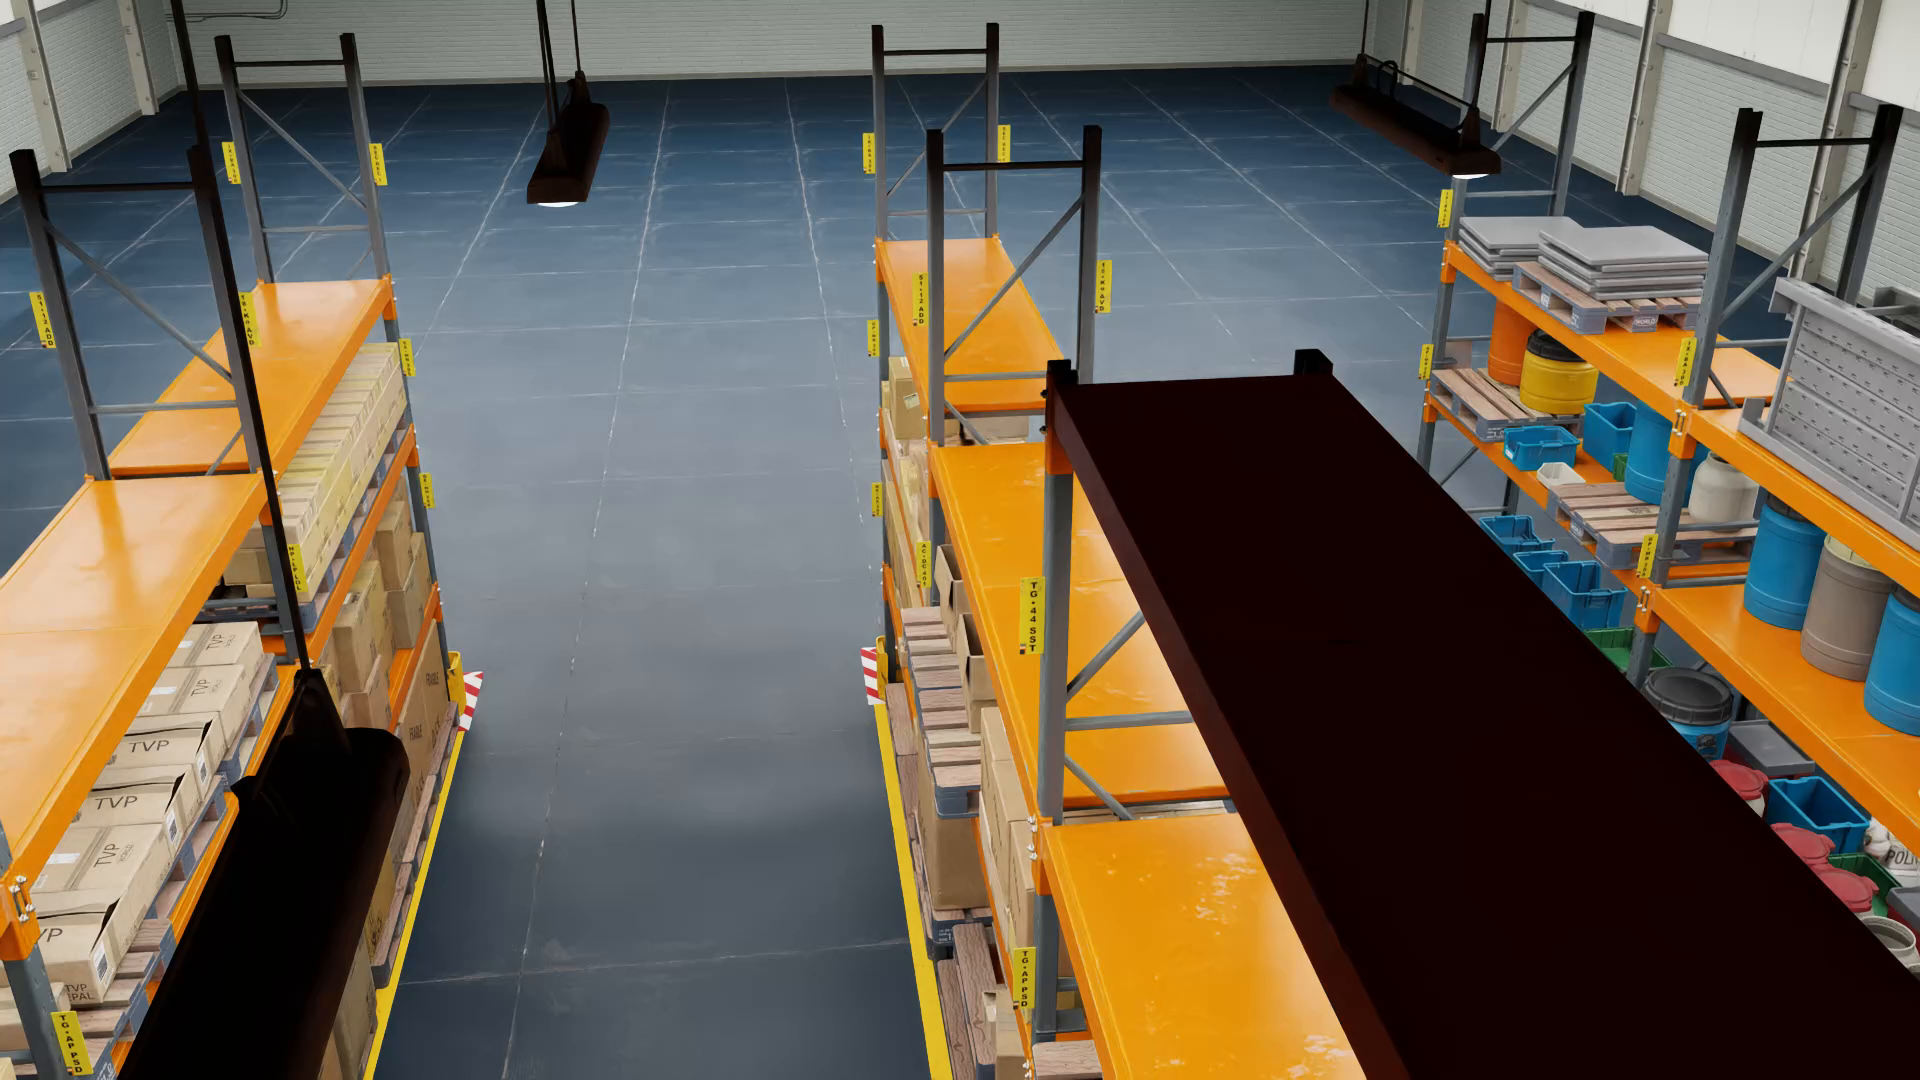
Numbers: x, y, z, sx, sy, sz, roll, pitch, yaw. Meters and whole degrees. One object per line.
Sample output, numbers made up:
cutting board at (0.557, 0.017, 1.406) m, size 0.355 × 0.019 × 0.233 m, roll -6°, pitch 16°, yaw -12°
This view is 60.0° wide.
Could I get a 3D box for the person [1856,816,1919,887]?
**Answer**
person at (6.488, 2.334, 11.650) m, size 0.527 × 1.665 × 1.145 m, roll 4°, pitch 26°, yaw 9°
